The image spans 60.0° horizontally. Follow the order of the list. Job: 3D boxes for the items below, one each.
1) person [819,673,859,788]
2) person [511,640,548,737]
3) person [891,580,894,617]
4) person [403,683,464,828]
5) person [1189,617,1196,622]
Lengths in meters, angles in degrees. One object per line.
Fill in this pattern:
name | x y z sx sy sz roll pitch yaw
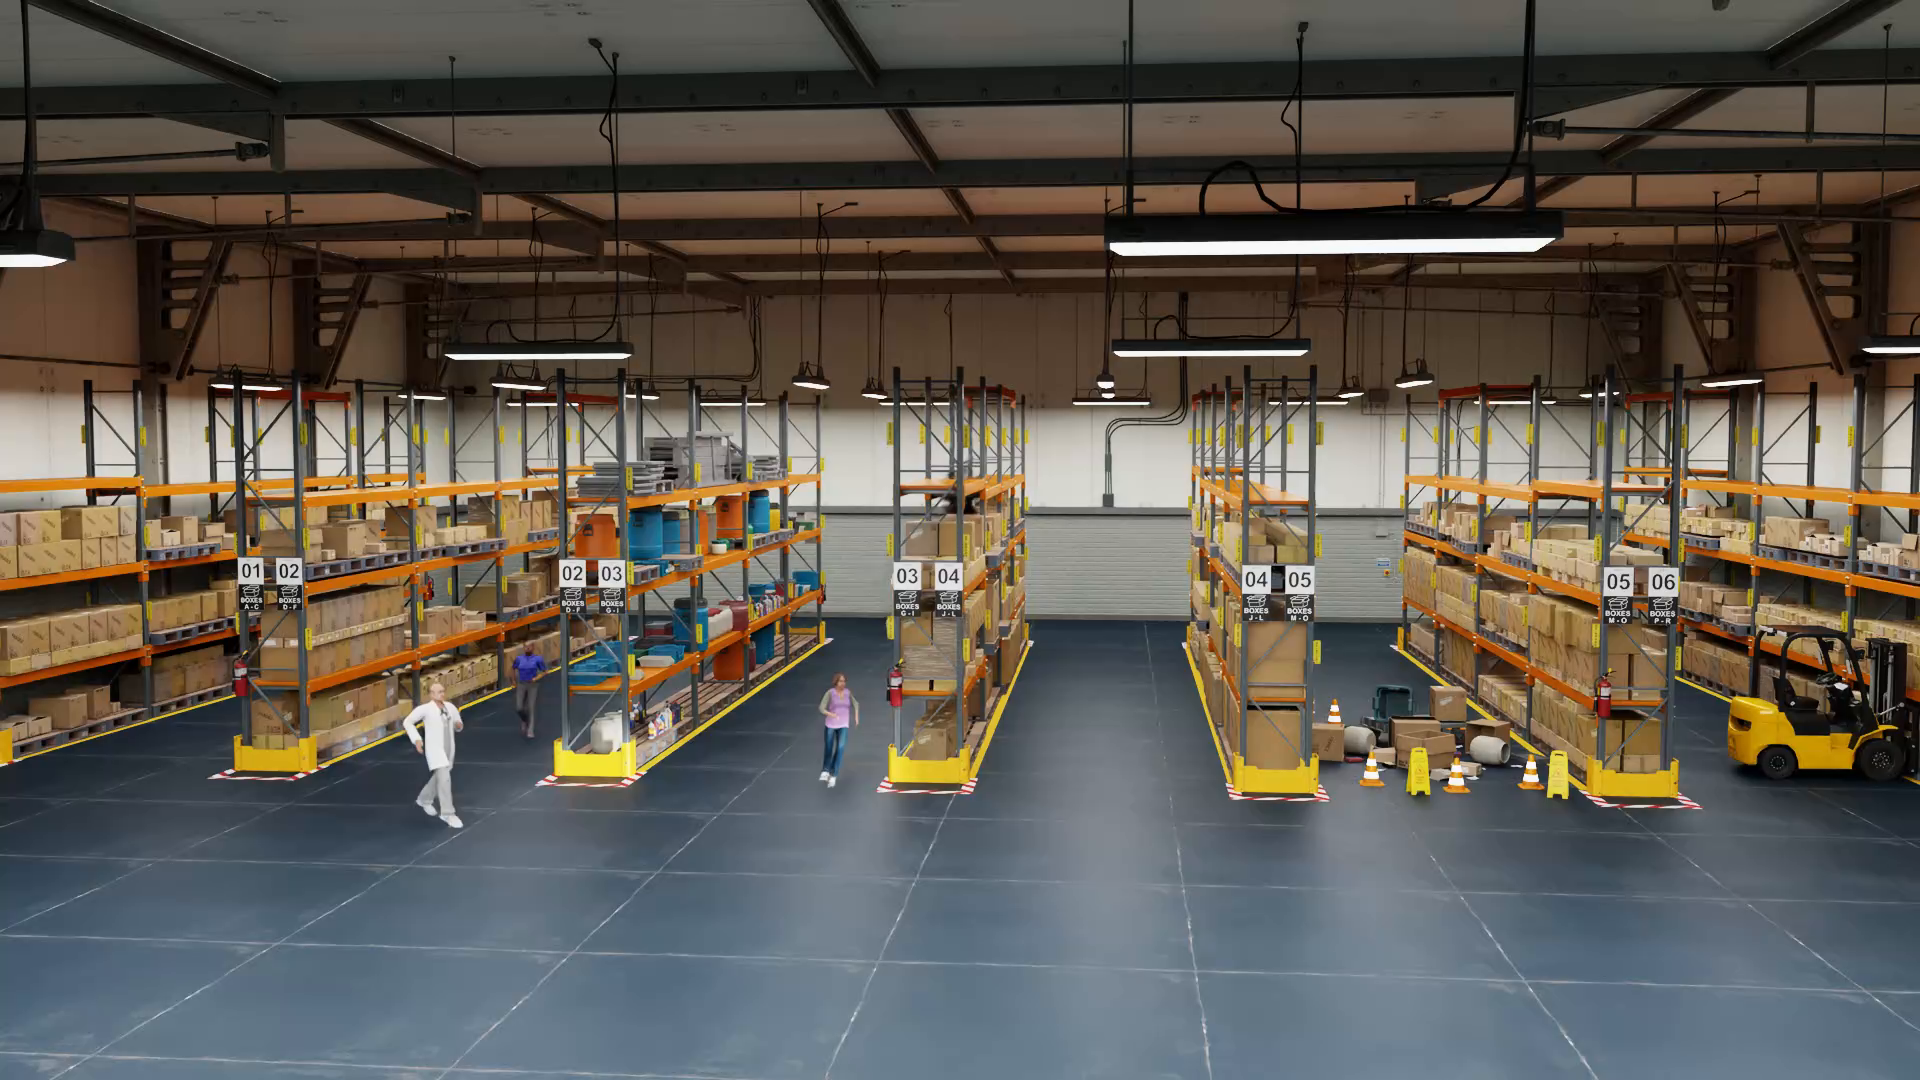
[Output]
person | -1.739 2.720 23.955 0.591 1.614 0.589 -1 4 -12
person | -7.172 2.477 27.622 0.636 1.613 0.500 0 4 -3
person | -1.470 1.481 42.204 0.883 1.796 0.650 2 4 24
person | -6.746 2.757 21.517 0.981 1.813 0.689 2 4 30
person | 5.982 1.676 40.753 0.754 1.663 0.738 1 4 16
